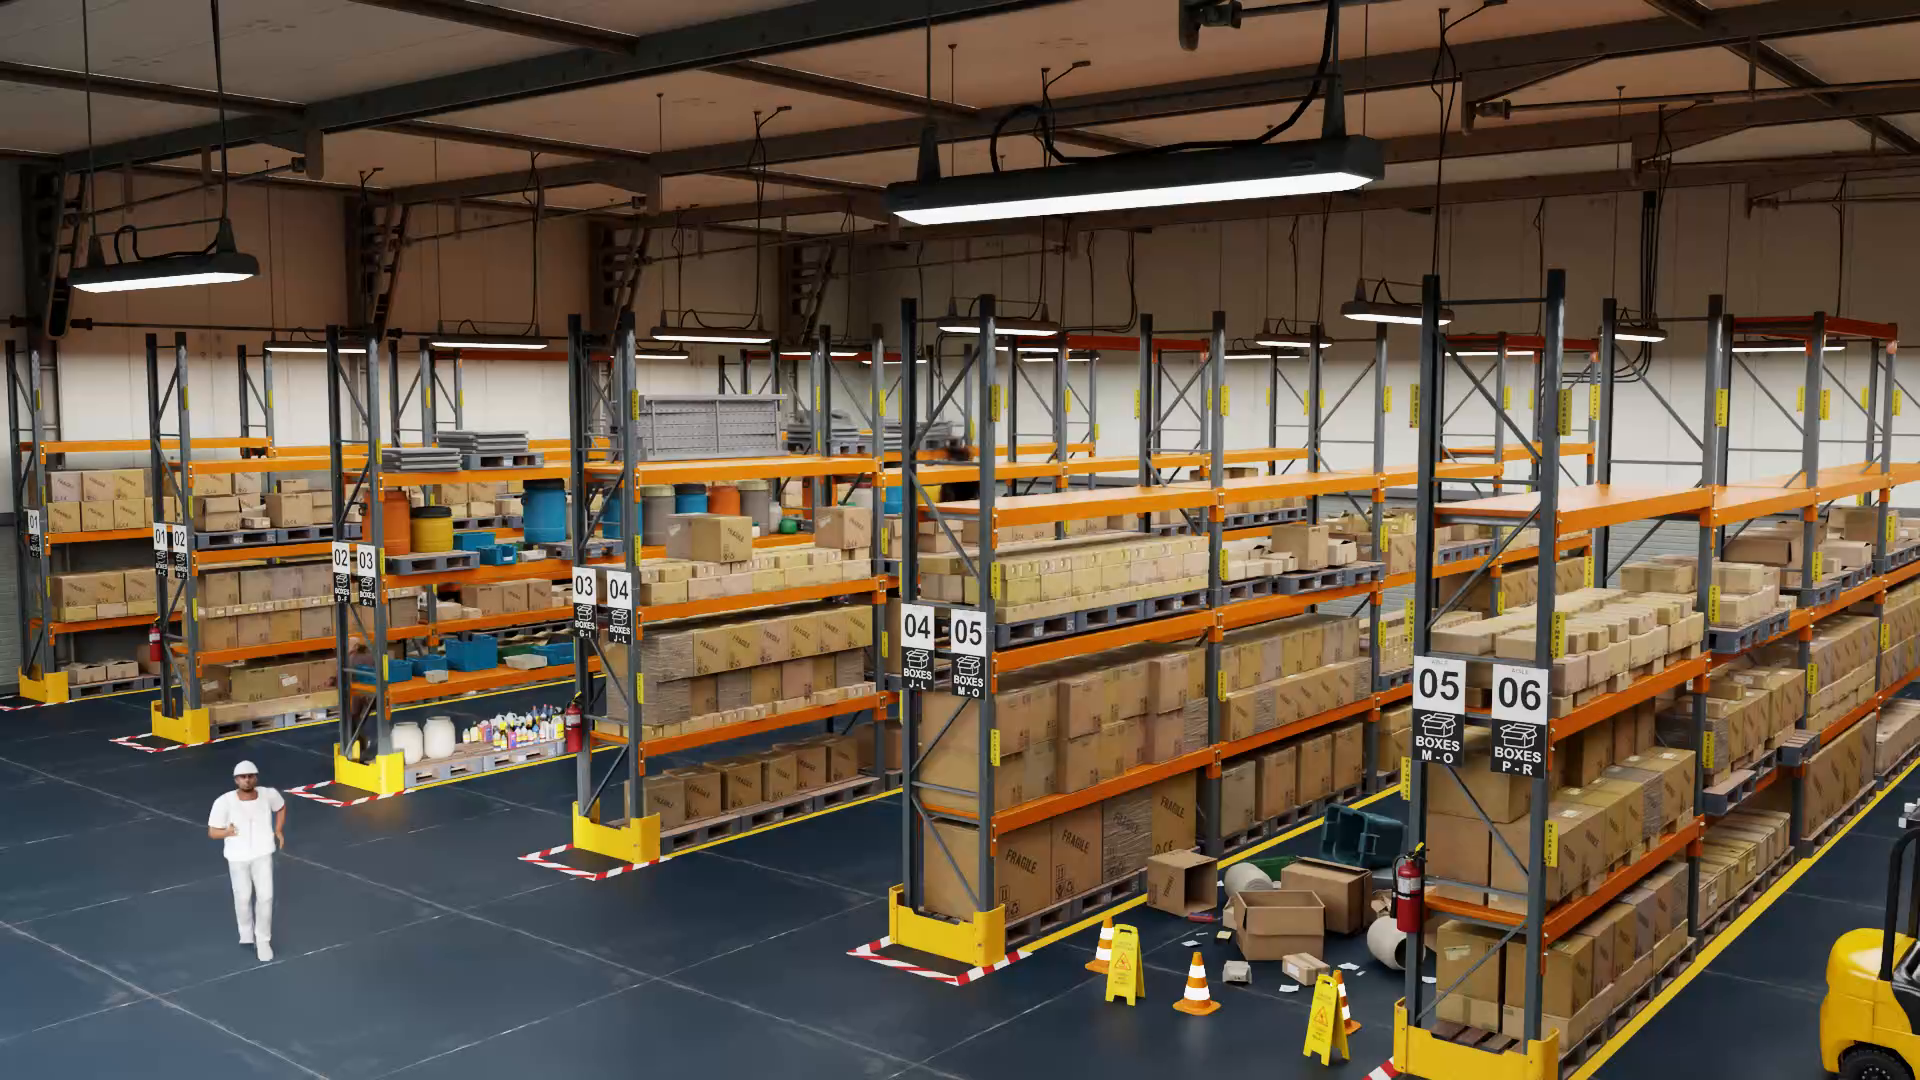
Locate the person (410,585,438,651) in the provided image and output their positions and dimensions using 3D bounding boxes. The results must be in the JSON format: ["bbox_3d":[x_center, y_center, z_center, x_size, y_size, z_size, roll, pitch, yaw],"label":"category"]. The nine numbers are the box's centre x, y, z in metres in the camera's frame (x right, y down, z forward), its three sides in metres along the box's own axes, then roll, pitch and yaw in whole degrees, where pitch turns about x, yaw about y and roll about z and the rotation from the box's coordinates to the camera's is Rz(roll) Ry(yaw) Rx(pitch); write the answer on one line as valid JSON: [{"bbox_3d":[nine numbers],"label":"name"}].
[{"bbox_3d":[-9.941,1.563,30.396,0.654,1.781,0.671,3,6,29],"label":"person"}]

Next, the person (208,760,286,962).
[{"bbox_3d":[-6.493,2.918,15.206,0.674,1.823,0.730,-2,6,-25],"label":"person"}]

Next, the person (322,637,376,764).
[{"bbox_3d":[-8.440,2.227,22.962,0.692,1.771,0.670,3,6,31],"label":"person"}]
